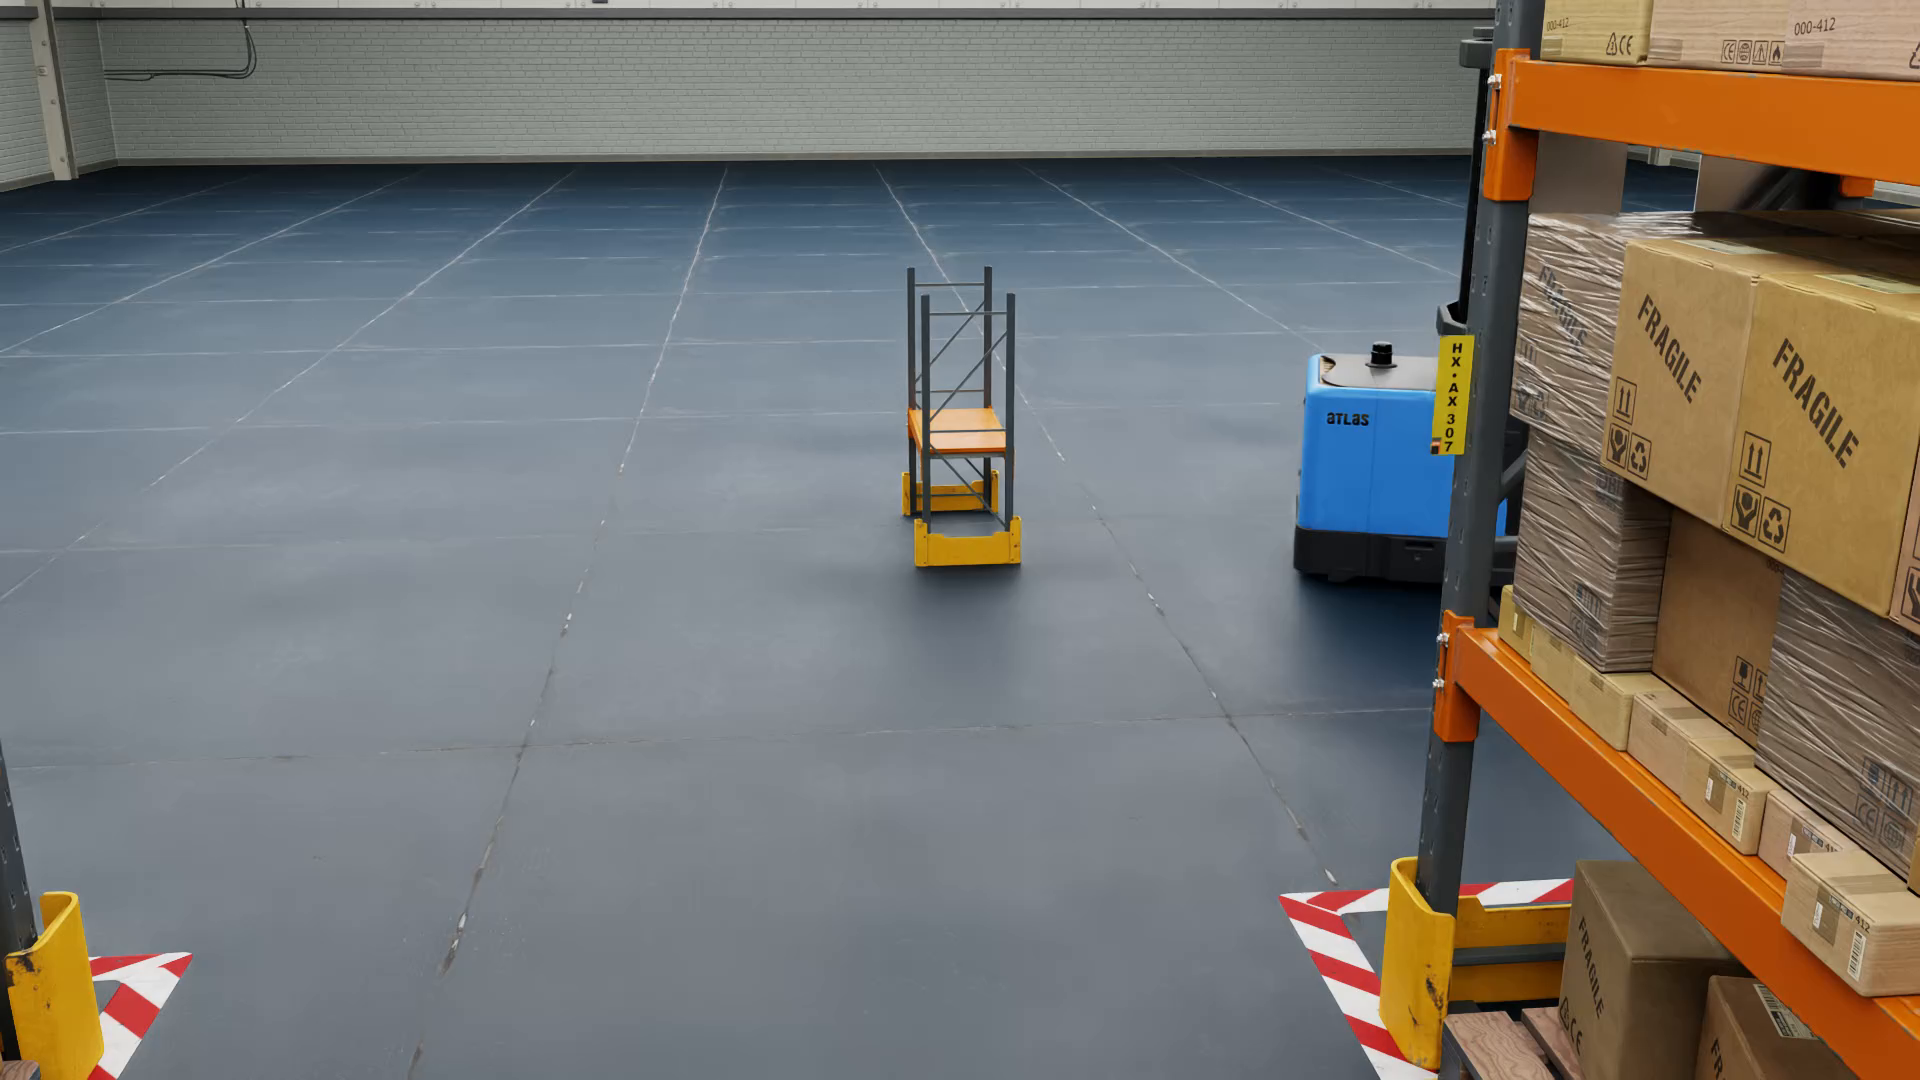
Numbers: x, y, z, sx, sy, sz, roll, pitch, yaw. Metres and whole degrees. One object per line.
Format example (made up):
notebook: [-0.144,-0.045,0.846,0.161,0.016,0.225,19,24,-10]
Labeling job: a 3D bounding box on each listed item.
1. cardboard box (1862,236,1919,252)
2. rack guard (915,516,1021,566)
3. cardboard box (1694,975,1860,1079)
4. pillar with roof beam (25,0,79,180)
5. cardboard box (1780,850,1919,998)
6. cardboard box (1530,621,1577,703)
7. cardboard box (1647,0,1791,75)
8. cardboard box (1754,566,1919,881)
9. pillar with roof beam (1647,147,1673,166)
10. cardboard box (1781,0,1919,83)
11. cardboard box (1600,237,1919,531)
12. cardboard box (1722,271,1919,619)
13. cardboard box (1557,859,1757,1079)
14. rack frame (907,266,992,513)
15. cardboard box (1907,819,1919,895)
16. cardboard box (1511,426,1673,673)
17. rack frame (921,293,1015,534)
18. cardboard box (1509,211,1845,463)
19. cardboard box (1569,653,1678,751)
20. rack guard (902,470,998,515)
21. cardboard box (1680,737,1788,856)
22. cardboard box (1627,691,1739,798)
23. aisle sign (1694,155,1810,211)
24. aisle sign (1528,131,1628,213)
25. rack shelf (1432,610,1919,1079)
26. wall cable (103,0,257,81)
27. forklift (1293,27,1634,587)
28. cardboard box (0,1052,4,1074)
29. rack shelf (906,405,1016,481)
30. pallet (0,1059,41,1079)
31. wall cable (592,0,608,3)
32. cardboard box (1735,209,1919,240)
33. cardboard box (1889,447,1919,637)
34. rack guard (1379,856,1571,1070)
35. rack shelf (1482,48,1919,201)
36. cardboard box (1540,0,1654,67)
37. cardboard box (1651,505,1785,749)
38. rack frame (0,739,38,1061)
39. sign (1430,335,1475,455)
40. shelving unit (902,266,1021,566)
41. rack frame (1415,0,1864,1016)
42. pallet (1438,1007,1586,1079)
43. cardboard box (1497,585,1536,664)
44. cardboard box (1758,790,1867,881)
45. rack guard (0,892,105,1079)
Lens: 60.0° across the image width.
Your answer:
cardboard box: [2.222,-0.353,3.459,0.500,0.500,0.500,-2,18,-6]
rack guard: [0.044,0.006,9.239,0.587,0.250,0.087,-2,18,-6]
cardboard box: [2.006,1.365,3.794,0.500,0.500,0.500,3,18,9]
pillar with roof beam: [-12.568,-11.228,30.419,9.100,9.000,0.400,-2,18,-6]
cardboard box: [1.713,0.671,2.951,0.380,0.149,0.250,-2,18,-6]
cardboard box: [1.661,0.296,4.145,0.380,0.149,0.250,-2,18,-6]
cardboard box: [1.714,-1.045,3.242,0.500,0.250,0.500,-2,18,-7]
cardboard box: [2.071,0.280,3.115,0.875,0.500,0.500,-2,18,-6]
pillar with roof beam: [10.200,-11.935,32.671,9.100,9.000,0.400,-2,18,-6]
cardboard box: [1.761,-0.898,2.772,0.500,0.250,0.500,-2,18,-6]
cardboard box: [1.693,-0.336,3.407,0.500,0.500,0.500,-2,18,-6]
cardboard box: [1.746,-0.187,2.933,0.500,0.500,0.500,-2,18,-6]
cardboard box: [1.910,1.188,4.358,0.500,0.500,0.500,1,17,5]
rack frame: [-0.061,-0.892,10.016,0.500,1.500,0.032,-2,18,-6]
cardboard box: [2.111,0.429,2.639,0.875,0.500,0.500,-2,18,-6]
cardboard box: [1.892,-0.016,4.056,0.875,0.500,0.500,-2,18,-6]
rack frame: [0.044,-0.590,9.051,0.500,1.500,0.032,-2,18,-6]
cardboard box: [1.648,-0.485,3.882,0.500,0.500,0.500,-2,18,-6]
cardboard box: [1.672,0.371,3.906,0.380,0.149,0.250,-2,18,-6]
rack guard: [-0.059,-0.290,10.185,0.587,0.250,0.087,-2,18,-6]
cardboard box: [1.737,0.520,3.433,0.380,0.149,0.250,-2,18,-6]
cardboard box: [1.719,0.445,3.671,0.380,0.149,0.250,-2,18,-6]
aisle sign: [2.154,-1.259,4.339,0.394,0.787,0.004,-2,18,-6]
aisle sign: [1.558,-1.240,4.280,0.394,0.787,0.004,-2,18,-6]
rack shelf: [2.069,0.948,2.850,1.077,0.370,4.000,-2,18,-6]
wall cable: [-15.839,-10.532,33.386,3.097,2.526,0.112,-2,18,-6]
forklift: [3.369,-1.219,8.668,3.031,2.935,1.130,4,18,11]
cardboard box: [-2.946,1.146,3.866,0.875,0.875,0.875,-2,18,-5]
rack shelf: [-0.009,-0.569,9.587,0.538,0.185,1.000,-2,18,-6]
pallet: [-2.921,1.698,3.915,1.003,0.211,1.213,-2,18,-6]
wall cable: [-6.395,-13.925,33.331,2.305,6.003,0.169,-2,18,-6]
cardboard box: [2.165,-0.501,3.933,0.500,0.500,0.500,-2,18,-6]
cardboard box: [1.803,-0.038,2.459,0.500,0.500,0.500,-2,18,-6]
rack guard: [1.870,1.224,4.943,1.175,0.500,0.348,-2,18,-6]
rack shelf: [2.069,-0.483,2.401,1.077,0.370,4.000,-2,18,-6]
cardboard box: [1.655,-1.199,3.731,0.500,0.250,0.500,-1,17,-4]
cardboard box: [2.063,0.129,3.593,0.875,0.500,0.500,-2,18,-6]
rack frame: [-3.082,0.132,4.248,1.000,3.000,0.127,-2,18,-6]
sign: [1.323,-0.387,4.457,0.100,0.325,0.005,-2,18,-6]
shelving unit: [-0.008,-0.738,9.525,0.587,1.500,1.083,-2,18,-6]
rack frame: [1.862,0.009,4.640,1.000,3.000,0.127,-2,18,-6]
pallet: [1.919,1.605,4.211,1.003,0.211,1.213,-2,18,-6]
cardboard box: [1.655,0.221,4.384,0.380,0.149,0.250,-2,18,-6]
cardboard box: [1.790,0.593,3.198,0.380,0.149,0.250,-2,18,-6]
rack guard: [-3.084,1.318,4.645,1.175,0.500,0.348,-2,18,-6]
